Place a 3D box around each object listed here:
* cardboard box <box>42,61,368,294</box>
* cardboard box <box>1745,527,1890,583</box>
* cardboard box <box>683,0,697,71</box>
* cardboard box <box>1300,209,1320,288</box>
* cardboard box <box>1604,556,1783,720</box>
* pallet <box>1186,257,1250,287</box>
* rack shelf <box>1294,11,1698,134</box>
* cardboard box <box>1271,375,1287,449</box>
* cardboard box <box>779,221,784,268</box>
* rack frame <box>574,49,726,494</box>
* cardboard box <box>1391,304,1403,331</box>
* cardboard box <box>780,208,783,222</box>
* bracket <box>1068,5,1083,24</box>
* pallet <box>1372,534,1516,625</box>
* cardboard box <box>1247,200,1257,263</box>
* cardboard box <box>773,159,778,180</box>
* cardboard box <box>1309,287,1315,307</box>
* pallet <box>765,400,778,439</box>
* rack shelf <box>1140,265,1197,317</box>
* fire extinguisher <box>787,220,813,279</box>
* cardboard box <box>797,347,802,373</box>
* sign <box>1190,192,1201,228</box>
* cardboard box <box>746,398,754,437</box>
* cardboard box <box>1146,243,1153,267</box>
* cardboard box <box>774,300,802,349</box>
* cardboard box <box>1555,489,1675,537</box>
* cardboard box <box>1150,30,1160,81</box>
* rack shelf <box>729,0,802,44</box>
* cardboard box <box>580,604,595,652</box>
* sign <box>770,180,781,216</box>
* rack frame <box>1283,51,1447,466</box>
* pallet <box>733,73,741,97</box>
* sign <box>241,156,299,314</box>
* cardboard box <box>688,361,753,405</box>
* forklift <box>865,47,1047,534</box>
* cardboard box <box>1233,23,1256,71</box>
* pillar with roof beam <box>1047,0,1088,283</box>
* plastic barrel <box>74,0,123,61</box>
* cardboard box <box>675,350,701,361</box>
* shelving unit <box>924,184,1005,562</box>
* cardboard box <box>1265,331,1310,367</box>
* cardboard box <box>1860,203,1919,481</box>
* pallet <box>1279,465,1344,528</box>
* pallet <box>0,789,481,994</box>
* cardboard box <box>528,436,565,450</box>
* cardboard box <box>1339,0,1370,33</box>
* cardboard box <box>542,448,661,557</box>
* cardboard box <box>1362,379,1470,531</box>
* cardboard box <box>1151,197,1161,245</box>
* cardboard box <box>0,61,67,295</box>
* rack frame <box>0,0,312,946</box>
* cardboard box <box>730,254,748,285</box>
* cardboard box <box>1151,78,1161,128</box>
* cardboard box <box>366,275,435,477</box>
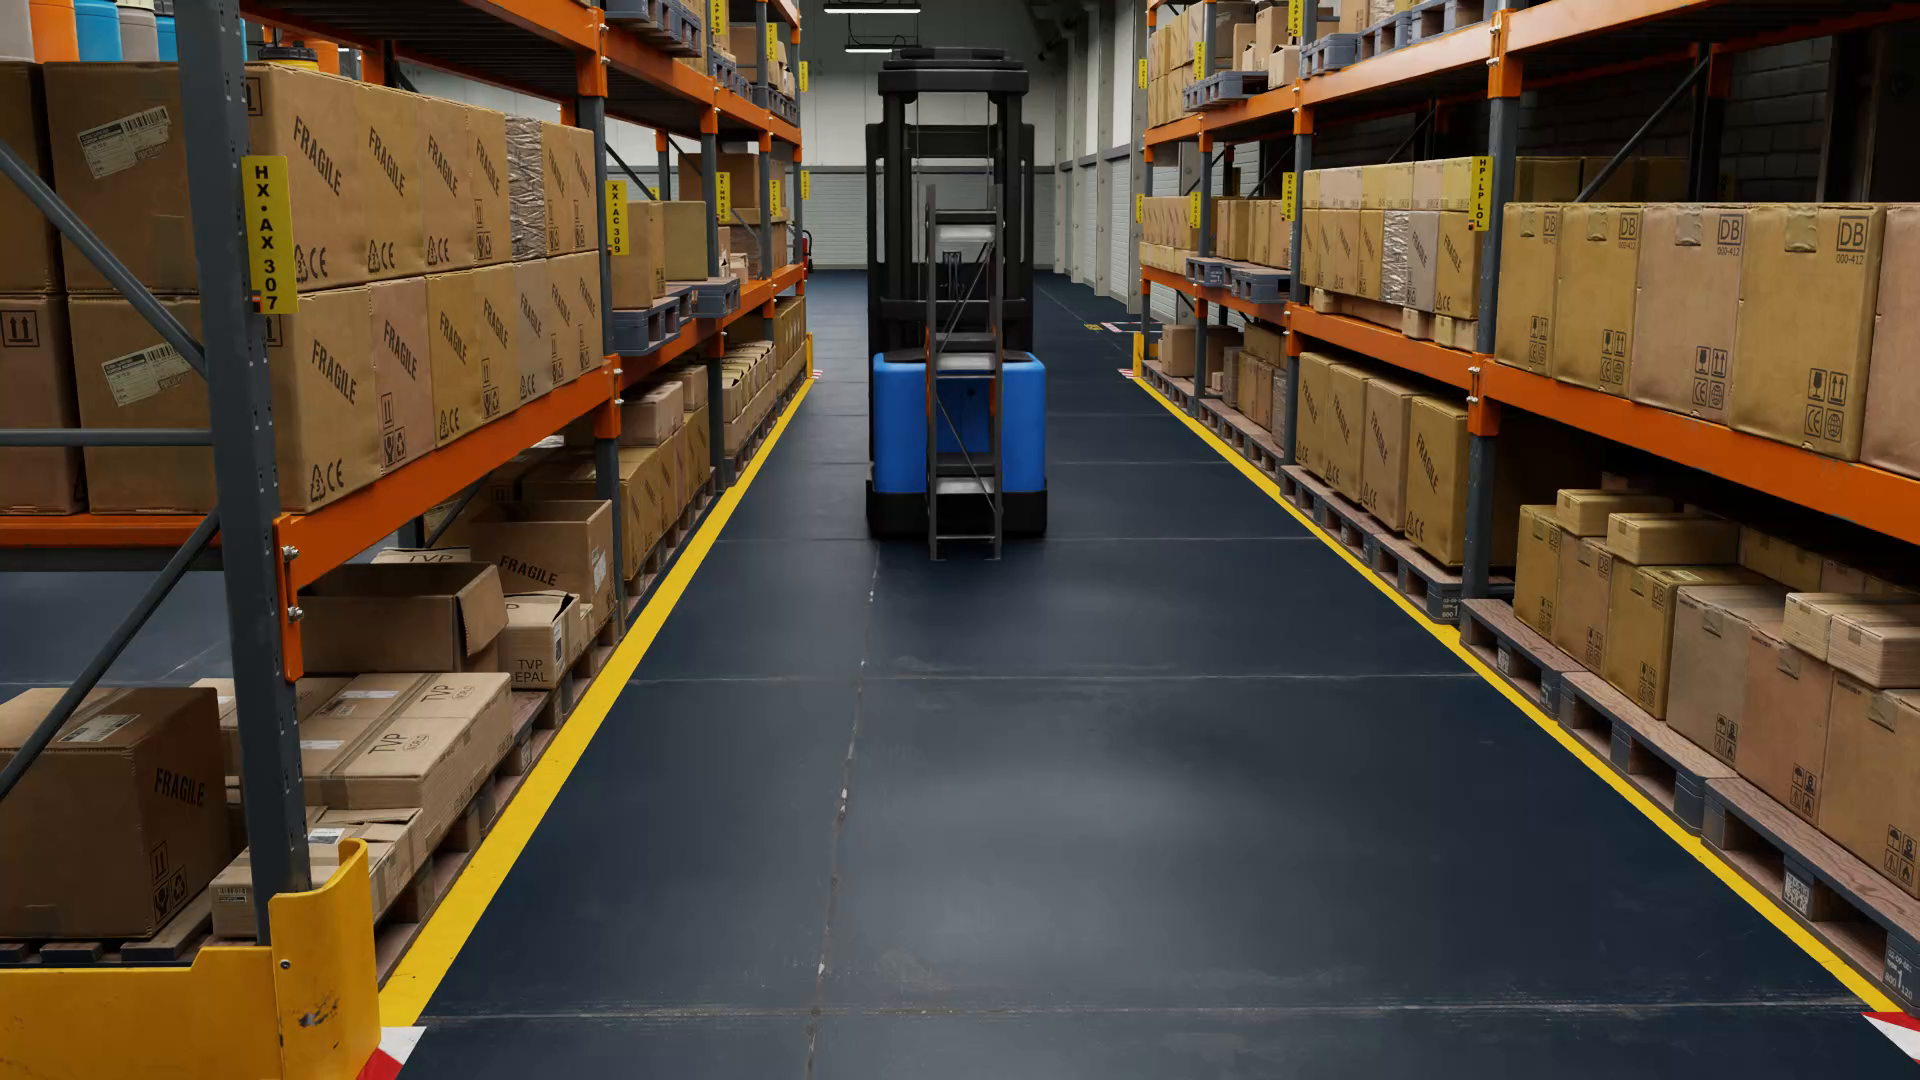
[{"bbox_3d":[-1.737,-0.840,3.888,0.500,0.500,0.500,0,11,1],"label":"cardboard box"},{"bbox_3d":[3.017,0.052,5.859,0.380,0.149,0.250,0,11,-2],"label":"cardboard box"},{"bbox_3d":[-2.103,-3.133,10.161,0.910,0.500,0.500,0,11,-1],"label":"cardboard box"},{"bbox_3d":[2.550,-1.930,10.977,0.500,0.500,0.500,0,11,1],"label":"cardboard box"},{"bbox_3d":[2.807,0.343,6.057,0.700,0.500,0.500,0,11,0],"label":"cardboard box"},{"bbox_3d":[2.584,-2.371,14.686,1.003,0.211,1.213,0,11,-1],"label":"pallet"},{"bbox_3d":[2.837,-2.543,9.314,1.077,0.370,4.000,0,11,-1],"label":"rack shelf"},{"bbox_3d":[2.729,-0.956,12.409,0.700,0.500,0.500,0,11,0],"label":"cardboard box"},{"bbox_3d":[-2.309,-3.244,18.252,0.700,0.500,0.500,0,11,0],"label":"cardboard box"},{"bbox_3d":[-2.157,-1.802,11.396,1.000,3.000,0.127,0,11,-1],"label":"rack frame"},{"bbox_3d":[2.606,-1.233,9.175,0.380,0.149,0.250,-1,11,-3],"label":"cardboard box"},{"bbox_3d":[-2.102,-3.479,17.779,0.380,0.149,0.250,0,11,1],"label":"cardboard box"},{"bbox_3d":[2.721,-12.156,38.293,0.076,0.066,4.783,0,11,-1],"label":"bracket"},{"bbox_3d":[2.787,0.186,8.612,1.003,0.211,1.213,0,11,-1],"label":"pallet"},{"bbox_3d":[2.739,-2.539,13.674,0.700,0.500,0.500,1,12,7],"label":"cardboard box"},{"bbox_3d":[-2.296,-3.769,17.577,0.700,0.500,0.500,0,11,-1],"label":"cardboard box"},{"bbox_3d":[2.571,-1.643,11.196,0.380,0.149,0.250,0,11,-2],"label":"cardboard box"},{"bbox_3d":[-2.185,-1.084,14.871,1.003,0.211,1.213,0,11,-1],"label":"pallet"},{"bbox_3d":[2.672,-2.663,17.450,1.077,0.370,4.000,0,11,-1],"label":"rack shelf"},{"bbox_3d":[-1.860,-3.380,19.367,0.296,0.674,0.183,0,11,-1],"label":"fire extinguisher"},{"bbox_3d":[-1.981,-1.946,17.967,0.500,0.250,0.500,0,11,-1],"label":"cardboard box"},{"bbox_3d":[2.171,-3.038,15.315,0.100,0.325,0.005,0,11,-1],"label":"sign"},{"bbox_3d":[-1.902,-0.969,13.148,0.500,0.250,0.500,-1,11,-3],"label":"cardboard box"},{"bbox_3d":[2.348,-3.148,18.358,0.500,0.250,0.500,-1,11,-3],"label":"cardboard box"},{"bbox_3d":[-1.978,-2.314,17.893,0.500,0.500,0.500,0,11,-1],"label":"cardboard box"},{"bbox_3d":[2.616,-0.108,6.649,0.380,0.149,0.250,0,11,1],"label":"cardboard box"},{"bbox_3d":[2.356,-5.254,18.054,0.500,0.500,0.500,0,11,-2],"label":"cardboard box"},{"bbox_3d":[-2.281,-5.386,16.790,1.077,0.370,4.000,0,11,-1],"label":"rack shelf"},{"bbox_3d":[-1.711,0.361,6.798,0.380,0.149,0.250,0,11,-1],"label":"cardboard box"},{"bbox_3d":[-1.697,-3.130,15.228,0.100,0.325,0.005,0,11,-1],"label":"sign"},{"bbox_3d":[2.796,-1.823,11.500,1.000,3.000,0.127,0,11,-1],"label":"rack frame"},{"bbox_3d":[-2.286,-3.536,12.875,1.003,0.211,1.213,0,11,1],"label":"pallet"},{"bbox_3d":[-1.449,-0.638,3.482,0.100,0.325,0.005,0,11,-1],"label":"sign"},{"bbox_3d":[-1.901,-1.246,13.105,0.500,0.311,0.500,-1,11,-3],"label":"cardboard box"},{"bbox_3d":[-0.078,-1.714,11.135,1.130,2.935,3.031,-1,11,-3],"label":"forklift"},{"bbox_3d":[2.645,-4.234,14.532,0.500,0.500,0.500,1,12,7],"label":"cardboard box"},{"bbox_3d":[-1.290,-10.971,41.502,9.100,9.000,0.548,0,11,-1],"label":"pillar with roof beam"},{"bbox_3d":[-6.937,-3.933,13.095,0.600,0.901,0.708,0,11,-1],"label":"plastic barrel"},{"bbox_3d":[-2.463,-1.444,14.083,0.500,0.311,0.500,-1,11,-3],"label":"cardboard box"},{"bbox_3d":[0.019,-0.954,9.482,0.431,2.100,0.503,-1,11,-3],"label":"shelving unit"},{"bbox_3d":[2.764,-1.540,13.398,0.500,0.250,0.500,0,11,-1],"label":"cardboard box"},{"bbox_3d":[2.941,-0.481,4.131,0.980,0.700,0.700,0,11,1],"label":"cardboard box"},{"bbox_3d":[2.737,-0.299,11.003,1.003,0.211,1.213,0,11,-1],"label":"pallet"},{"bbox_3d":[-2.010,0.982,4.690,1.003,0.211,1.213,0,11,-1],"label":"pallet"},{"bbox_3d":[-2.382,-0.292,9.135,0.500,0.500,0.500,0,11,0],"label":"cardboard box"},{"bbox_3d":[2.863,-3.463,10.683,0.700,0.500,0.500,-1,12,-6],"label":"cardboard box"},{"bbox_3d":[-1.862,-0.200,8.683,0.500,0.500,0.500,0,11,0],"label":"cardboard box"},{"bbox_3d":[2.714,-0.485,9.258,0.750,0.750,0.750,0,11,1],"label":"cardboard box"},{"bbox_3d":[2.345,-3.420,17.812,0.500,0.500,0.500,-1,11,-3],"label":"cardboard box"},{"bbox_3d":[-2.275,-0.838,3.878,0.500,0.500,0.500,0,11,-2],"label":"cardboard box"},{"bbox_3d":[-1.991,-0.212,3.557,1.000,3.000,0.127,0,11,-1],"label":"rack frame"},{"bbox_3d":[-2.037,-2.357,14.471,0.396,0.266,0.258,-1,11,-3],"label":"cardboard box"},{"bbox_3d":[2.363,-4.768,18.169,0.500,0.500,0.500,1,11,3],"label":"cardboard box"},{"bbox_3d":[-1.753,-0.452,4.493,0.500,0.500,0.500,0,11,-2],"label":"cardboard box"}]
